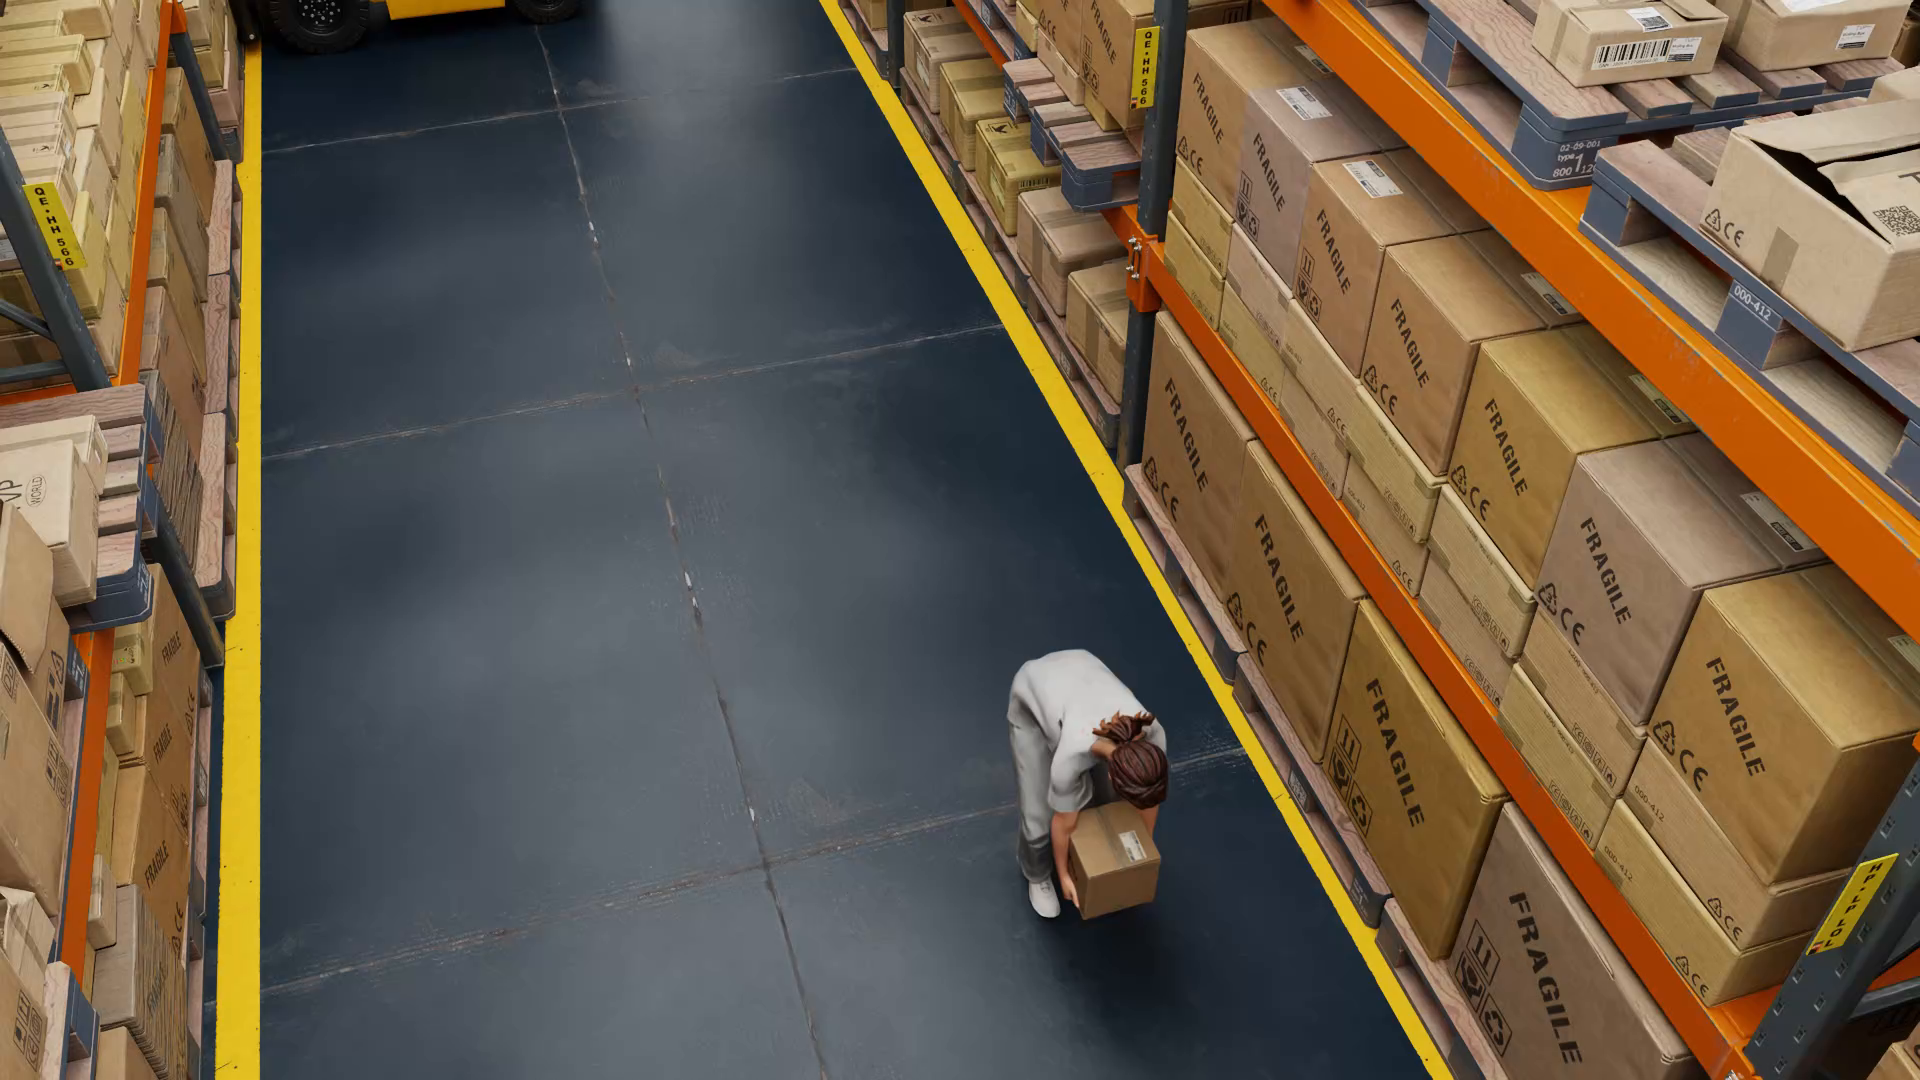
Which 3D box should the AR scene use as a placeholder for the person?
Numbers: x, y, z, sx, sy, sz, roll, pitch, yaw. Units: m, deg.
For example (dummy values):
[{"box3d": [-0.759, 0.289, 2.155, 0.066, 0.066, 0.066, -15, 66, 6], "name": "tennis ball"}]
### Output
[{"box3d": [0.435, 0.876, 5.544, 0.428, 1.217, 0.836, -14, 44, -14], "name": "person"}]
